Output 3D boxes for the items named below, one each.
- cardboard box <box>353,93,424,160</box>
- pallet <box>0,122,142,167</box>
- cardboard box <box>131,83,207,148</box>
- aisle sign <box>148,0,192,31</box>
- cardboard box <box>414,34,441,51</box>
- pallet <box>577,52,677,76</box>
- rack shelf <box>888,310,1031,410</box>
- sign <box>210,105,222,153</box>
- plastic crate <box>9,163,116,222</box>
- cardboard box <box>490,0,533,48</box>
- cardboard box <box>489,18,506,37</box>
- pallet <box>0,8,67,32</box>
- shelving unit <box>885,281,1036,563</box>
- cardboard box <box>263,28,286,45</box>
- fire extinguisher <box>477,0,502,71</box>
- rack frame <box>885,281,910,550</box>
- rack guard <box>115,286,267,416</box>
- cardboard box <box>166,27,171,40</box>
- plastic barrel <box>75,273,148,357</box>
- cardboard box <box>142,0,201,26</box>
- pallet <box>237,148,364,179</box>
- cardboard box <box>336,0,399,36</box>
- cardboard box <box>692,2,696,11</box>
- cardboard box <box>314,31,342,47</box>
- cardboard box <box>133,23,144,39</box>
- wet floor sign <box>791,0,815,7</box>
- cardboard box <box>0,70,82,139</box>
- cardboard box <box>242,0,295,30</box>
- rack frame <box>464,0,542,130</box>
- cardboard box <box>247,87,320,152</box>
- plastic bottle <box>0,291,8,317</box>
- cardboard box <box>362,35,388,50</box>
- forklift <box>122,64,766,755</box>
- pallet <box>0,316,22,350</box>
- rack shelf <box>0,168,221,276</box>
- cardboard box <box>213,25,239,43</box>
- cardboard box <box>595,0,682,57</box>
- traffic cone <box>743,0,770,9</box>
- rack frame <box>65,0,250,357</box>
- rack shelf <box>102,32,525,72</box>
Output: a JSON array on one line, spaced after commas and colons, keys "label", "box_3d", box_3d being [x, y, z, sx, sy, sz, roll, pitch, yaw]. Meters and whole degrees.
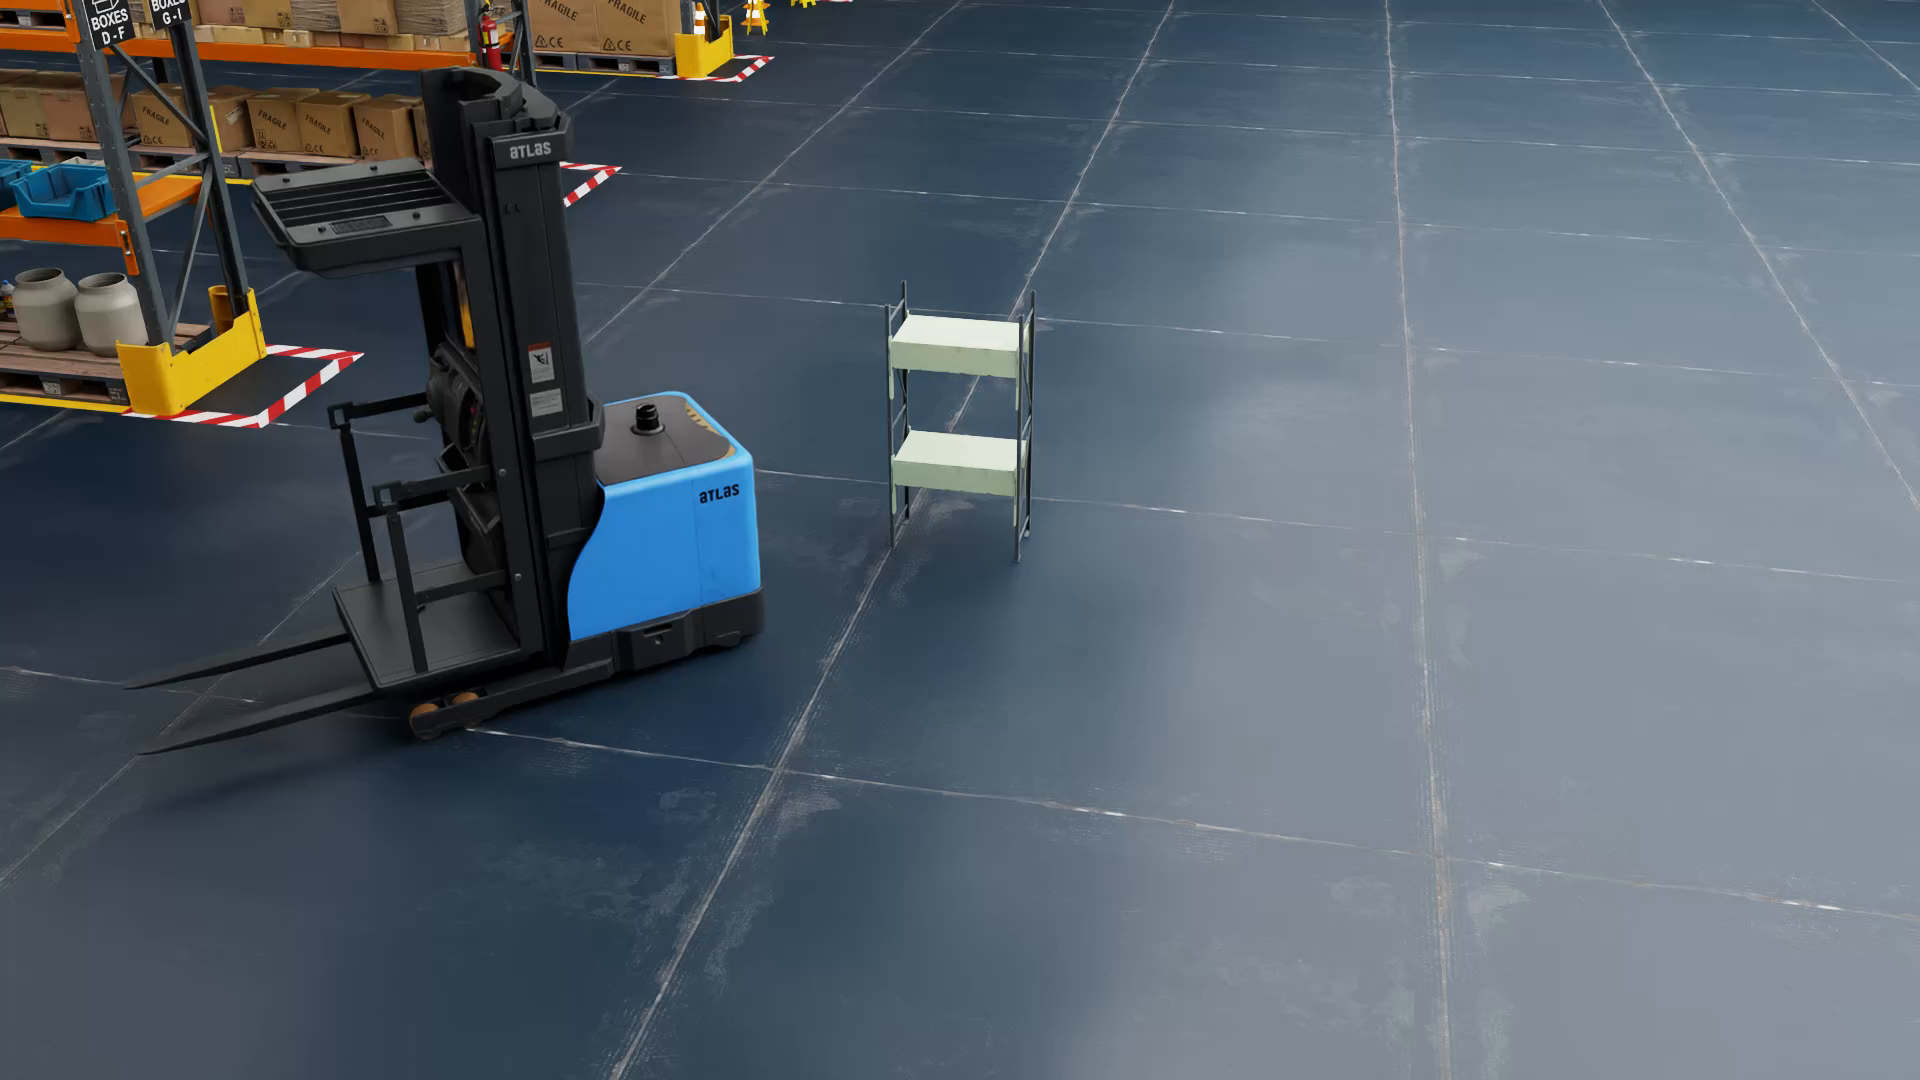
[{"label": "cardboard box", "box_3d": [-5.459, -3.984, 16.069, 0.500, 0.500, 0.500, 14, 32, 24]}, {"label": "pallet", "box_3d": [-8.933, -4.037, 16.904, 1.213, 0.211, 1.003, 6, 29, 11]}, {"label": "cardboard box", "box_3d": [-7.789, -4.212, 16.485, 0.500, 0.500, 0.500, 5, 29, 9]}, {"label": "aisle sign", "box_3d": [-5.162, -3.726, 10.726, 0.004, 0.787, 0.394, 6, 29, 11]}, {"label": "cardboard box", "box_3d": [-4.826, -4.629, 15.342, 0.250, 0.149, 0.380, 6, 29, 11]}, {"label": "pallet", "box_3d": [-3.923, -5.921, 20.346, 1.213, 0.211, 1.003, 6, 29, 11]}, {"label": "rack shelf", "box_3d": [0.007, -1.000, 9.201, 0.720, 0.370, 0.431, 6, 29, 11]}, {"label": "sign", "box_3d": [-5.175, -2.835, 11.517, 0.005, 0.325, 0.100, 6, 29, 11]}, {"label": "plastic crate", "box_3d": [-5.846, -2.300, 10.983, 0.616, 0.251, 0.499, 6, 29, 11]}, {"label": "cardboard box", "box_3d": [-5.554, -6.570, 20.402, 0.875, 0.875, 0.875, 6, 29, 11]}, {"label": "cardboard box", "box_3d": [-4.488, -4.812, 15.678, 0.250, 0.149, 0.380, 6, 29, 11]}, {"label": "pallet", "box_3d": [-8.888, -5.244, 16.404, 1.213, 0.211, 1.003, 6, 29, 11]}, {"label": "shelving unit", "box_3d": [0.007, -0.657, 9.389, 0.755, 1.500, 0.431, 6, 29, 11]}, {"label": "cardboard box", "box_3d": [-6.300, -4.762, 15.586, 0.250, 0.149, 0.380, 6, 29, 11]}, {"label": "fire extinguisher", "box_3d": [-4.244, -4.520, 14.963, 0.183, 0.674, 0.296, 6, 29, 11]}, {"label": "rack frame", "box_3d": [-0.351, -0.694, 9.456, 0.023, 1.500, 0.400, 6, 29, 11]}, {"label": "rack guard", "box_3d": [-5.378, -1.345, 11.686, 0.348, 0.500, 1.175, 6, 29, 11]}, {"label": "cardboard box", "box_3d": [-7.285, -4.846, 15.740, 0.250, 0.149, 0.380, 6, 29, 11]}, {"label": "plastic barrel", "box_3d": [-5.953, -1.579, 11.664, 0.421, 0.512, 0.421, 0, 29, 0]}, {"label": "cardboard box", "box_3d": [-7.263, -5.216, 15.741, 0.500, 0.500, 0.875, 6, 29, 11]}, {"label": "pallet", "box_3d": [-6.310, -3.788, 16.449, 1.213, 0.211, 1.003, 6, 29, 11]}, {"label": "cardboard box", "box_3d": [-5.306, -5.018, 15.378, 0.500, 0.500, 0.875, 6, 29, 11]}, {"label": "cardboard box", "box_3d": [-3.893, -7.368, 23.053, 0.250, 0.149, 0.380, 23, 36, 36]}, {"label": "cardboard box", "box_3d": [-5.807, -4.721, 15.511, 0.250, 0.149, 0.380, 6, 29, 11]}, {"label": "cardboard box", "box_3d": [-7.782, -4.879, 15.799, 0.250, 0.149, 0.380, 6, 29, 11]}, {"label": "wet floor sign", "box_3d": [-2.228, -7.881, 23.474, 0.232, 0.644, 0.267, 17, 33, 28]}, {"label": "cardboard box", "box_3d": [-9.230, -4.408, 16.822, 0.500, 0.500, 0.700, 6, 29, 10]}, {"label": "cardboard box", "box_3d": [-6.272, -5.144, 15.608, 0.500, 0.500, 0.875, 6, 29, 11]}, {"label": "rack frame", "box_3d": [-4.260, -4.782, 15.361, 0.127, 3.000, 1.000, 6, 29, 11]}, {"label": "cardboard box", "box_3d": [-6.603, -4.132, 16.340, 0.500, 0.500, 0.500, 3, 29, 6]}, {"label": "plastic bottle", "box_3d": [-7.103, -1.760, 12.297, 0.097, 0.201, 0.097, 0, 29, 0]}, {"label": "cardboard box", "box_3d": [-5.322, -4.662, 15.403, 0.250, 0.149, 0.380, 6, 29, 11]}, {"label": "forklift", "box_3d": [-2.562, -0.619, 7.829, 3.031, 2.935, 1.130, -15, 32, -26]}, {"label": "pallet", "box_3d": [-7.361, -1.425, 12.134, 1.213, 0.211, 1.003, 6, 29, 11]}, {"label": "rack shelf", "box_3d": [-7.250, -2.341, 11.651, 4.000, 0.370, 1.077, 6, 29, 11]}, {"label": "cardboard box", "box_3d": [-6.796, -4.796, 15.648, 0.250, 0.149, 0.380, 6, 29, 11]}, {"label": "cardboard box", "box_3d": [-3.802, -6.390, 20.074, 0.875, 0.875, 0.875, 6, 29, 11]}, {"label": "traffic cone", "box_3d": [-2.880, -7.760, 23.443, 0.334, 0.463, 0.336, 6, 29, 11]}, {"label": "rack frame", "box_3d": [-5.294, -2.456, 11.112, 0.127, 3.000, 1.000, 6, 29, 11]}, {"label": "rack shelf", "box_3d": [-6.215, -4.667, 15.900, 4.000, 0.370, 1.077, 6, 29, 11]}]
